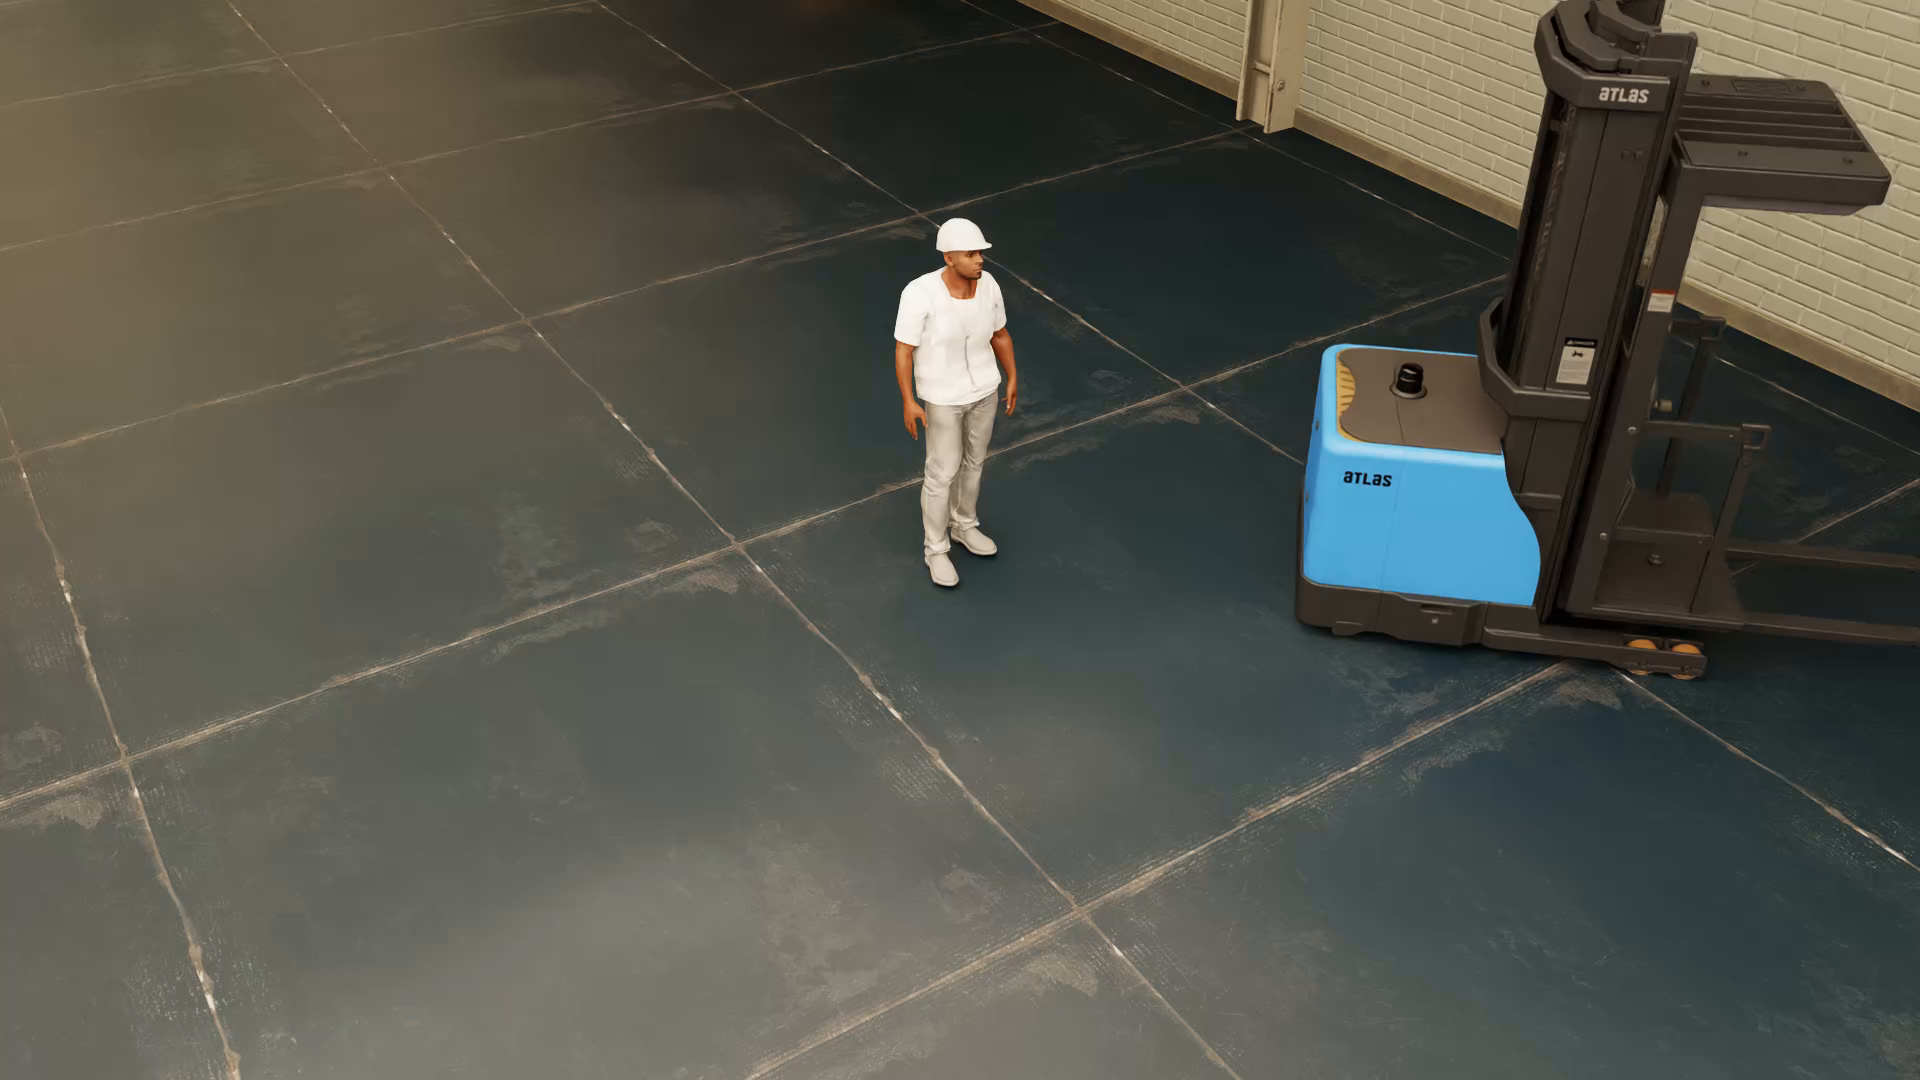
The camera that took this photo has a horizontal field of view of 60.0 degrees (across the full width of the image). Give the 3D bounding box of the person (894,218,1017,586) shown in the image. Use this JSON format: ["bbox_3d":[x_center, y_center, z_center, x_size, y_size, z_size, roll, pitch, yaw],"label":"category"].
[{"bbox_3d":[0.032,-0.693,8.135,0.665,1.765,0.577,-21,40,-27],"label":"person"}]

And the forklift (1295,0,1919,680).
[{"bbox_3d":[3.192,-0.879,7.399,3.031,2.935,1.130,6,36,8],"label":"forklift"}]
